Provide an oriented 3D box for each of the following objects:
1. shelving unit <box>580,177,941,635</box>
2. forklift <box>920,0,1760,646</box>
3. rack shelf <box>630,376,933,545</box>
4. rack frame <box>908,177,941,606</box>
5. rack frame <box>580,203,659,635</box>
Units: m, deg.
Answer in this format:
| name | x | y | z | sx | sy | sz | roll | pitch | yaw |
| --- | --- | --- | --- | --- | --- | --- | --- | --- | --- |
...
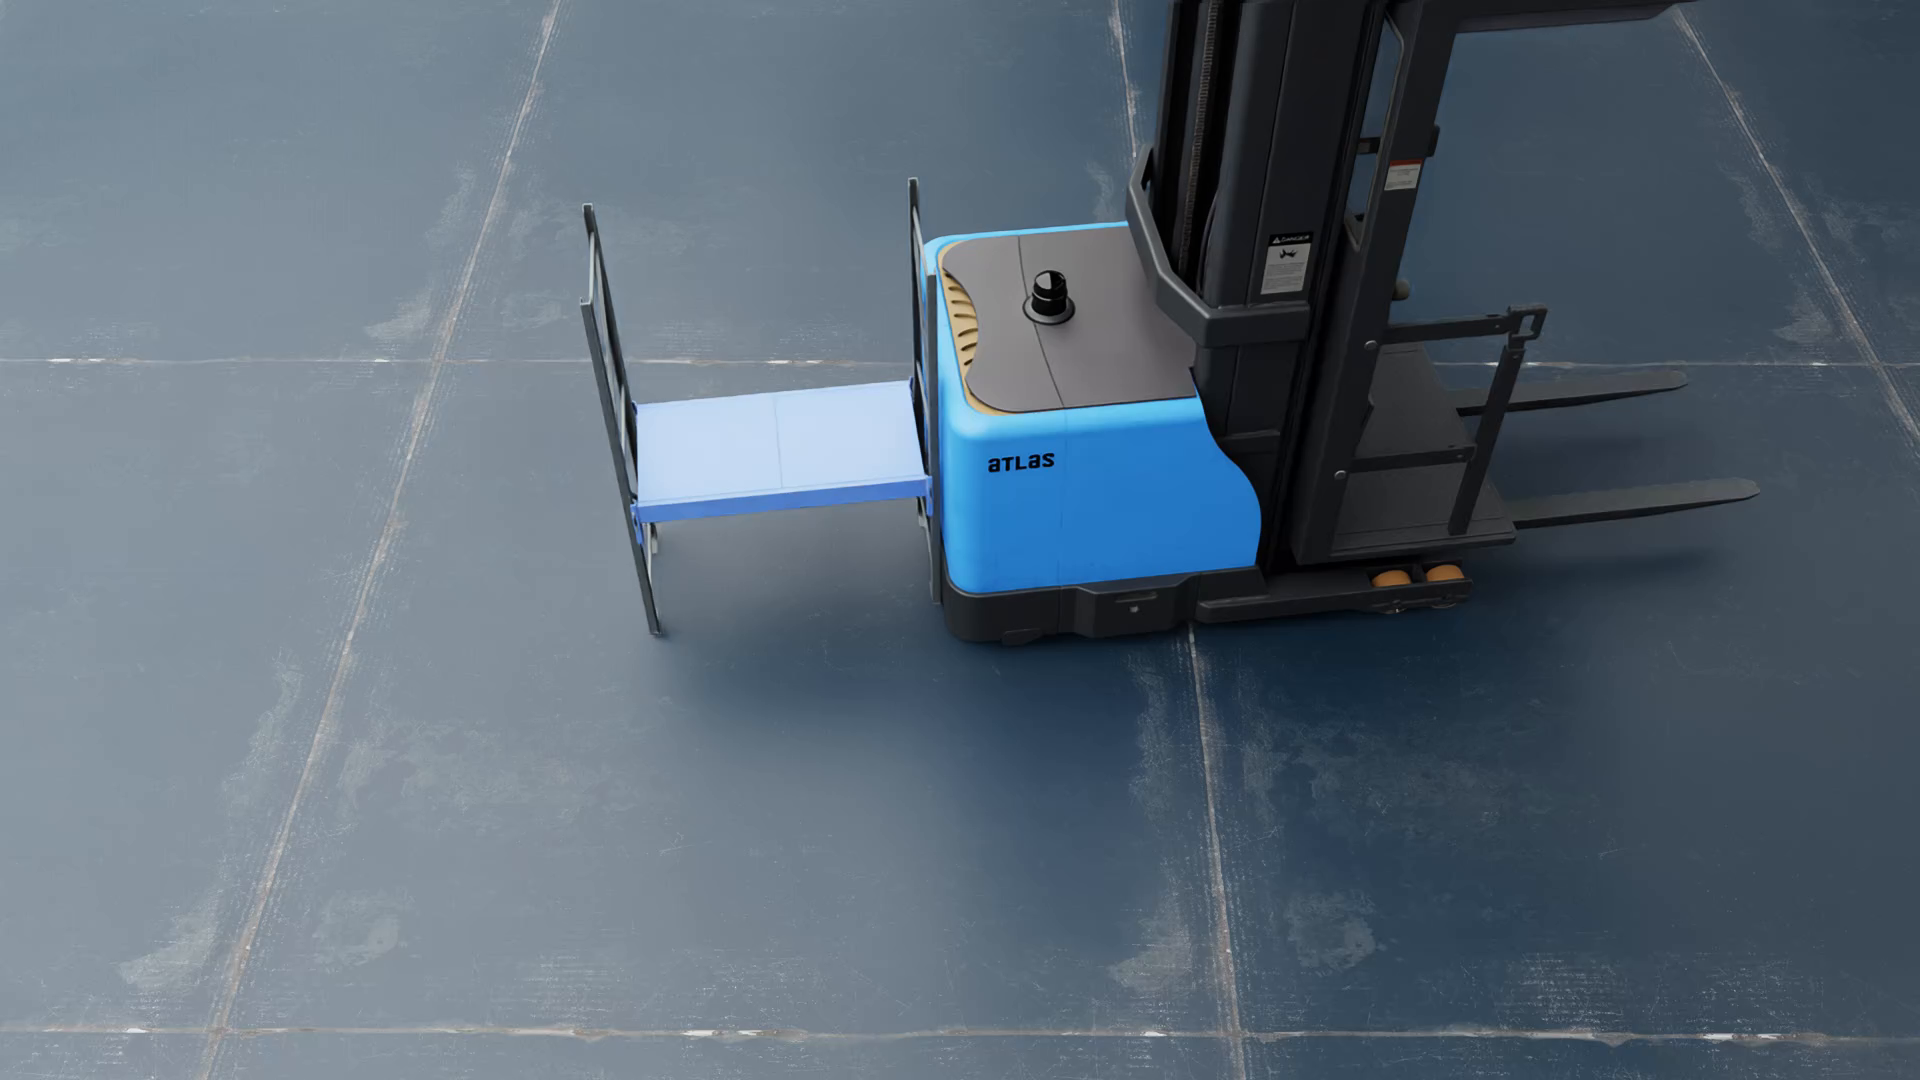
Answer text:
| name | x | y | z | sx | sy | sz | roll | pitch | yaw |
| --- | --- | --- | --- | --- | --- | --- | --- | --- | --- |
| shelving unit | -0.621 | -0.405 | 5.603 | 1.048 | 1.500 | 0.538 | -6 | 47 | -5 |
| forklift | 1.397 | -1.113 | 5.283 | 3.031 | 2.935 | 1.130 | -6 | 47 | -5 |
| rack shelf | -0.621 | -0.283 | 5.734 | 1.000 | 0.185 | 0.538 | -6 | 47 | -5 |
| rack frame | -0.117 | -0.456 | 5.649 | 0.032 | 1.500 | 0.500 | -6 | 47 | -5 |
| rack frame | -1.124 | -0.355 | 5.556 | 0.032 | 1.500 | 0.500 | -6 | 47 | -5 |
